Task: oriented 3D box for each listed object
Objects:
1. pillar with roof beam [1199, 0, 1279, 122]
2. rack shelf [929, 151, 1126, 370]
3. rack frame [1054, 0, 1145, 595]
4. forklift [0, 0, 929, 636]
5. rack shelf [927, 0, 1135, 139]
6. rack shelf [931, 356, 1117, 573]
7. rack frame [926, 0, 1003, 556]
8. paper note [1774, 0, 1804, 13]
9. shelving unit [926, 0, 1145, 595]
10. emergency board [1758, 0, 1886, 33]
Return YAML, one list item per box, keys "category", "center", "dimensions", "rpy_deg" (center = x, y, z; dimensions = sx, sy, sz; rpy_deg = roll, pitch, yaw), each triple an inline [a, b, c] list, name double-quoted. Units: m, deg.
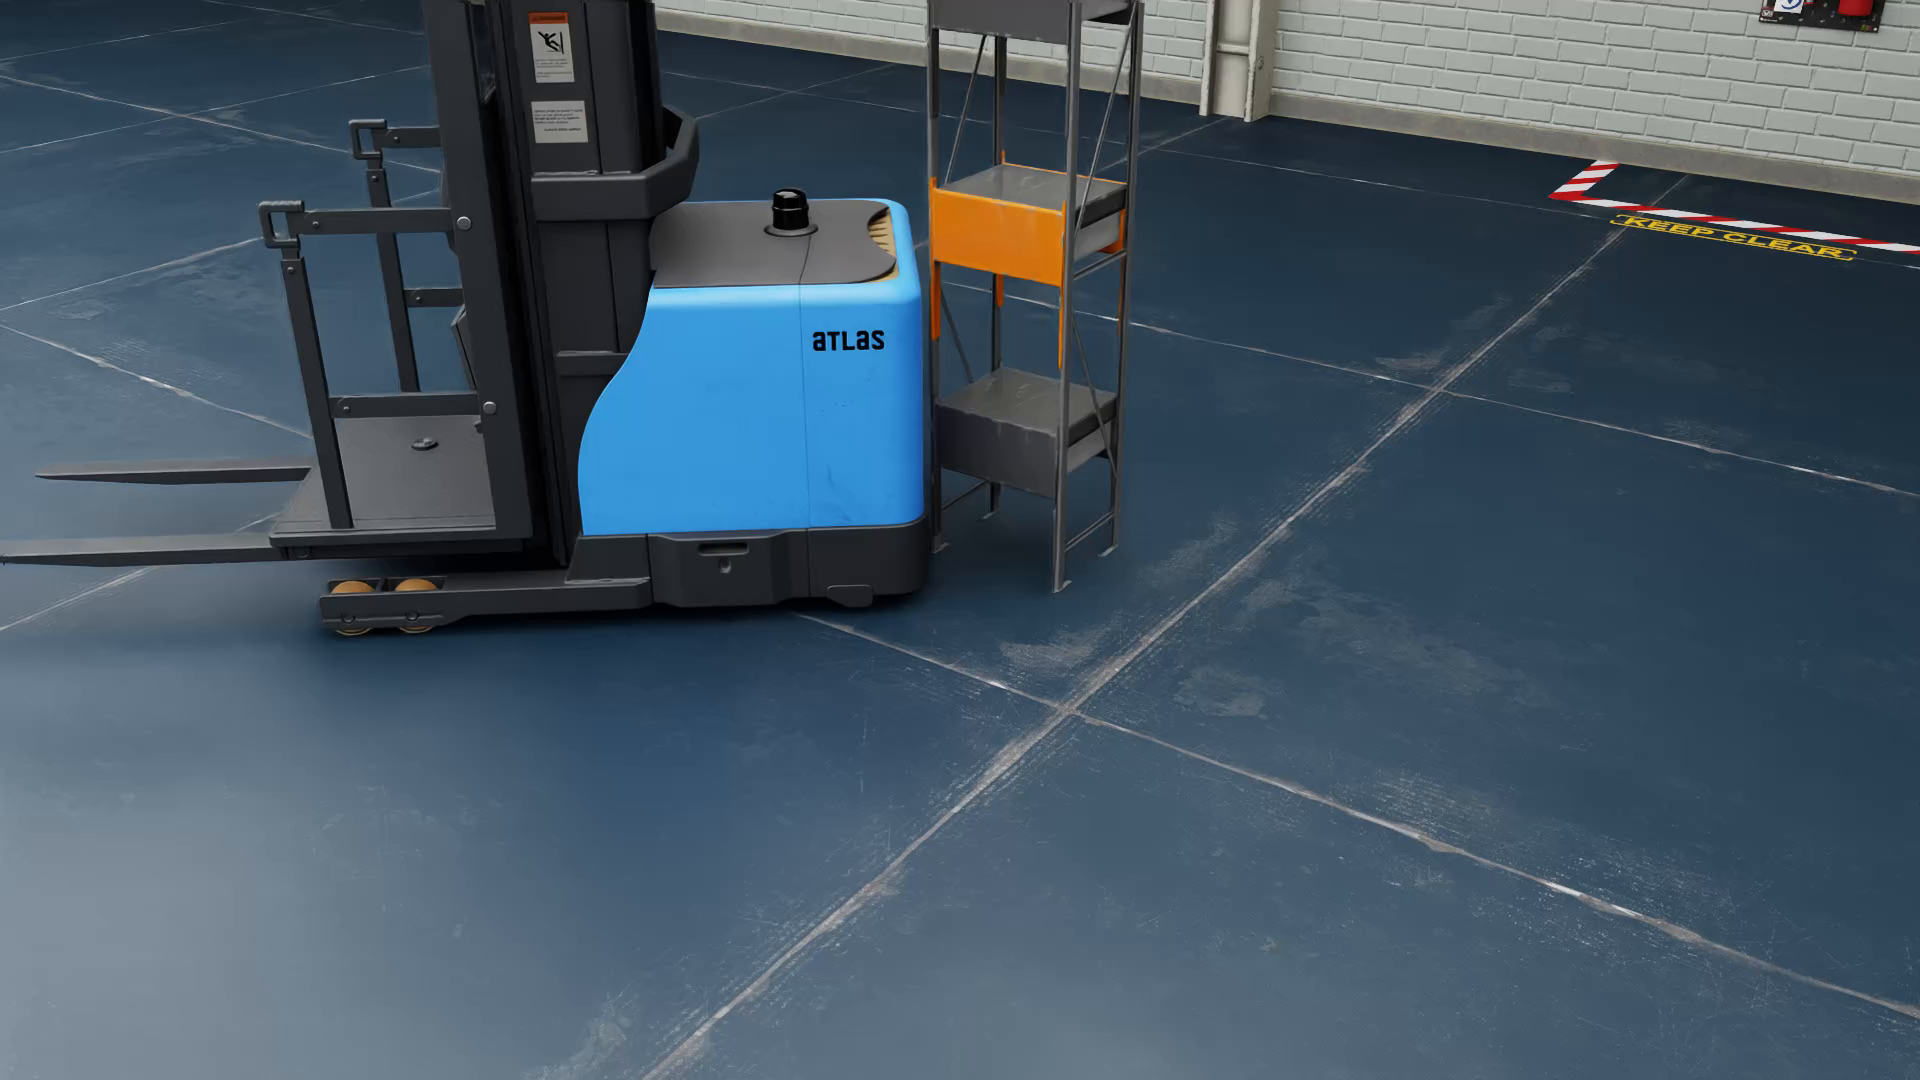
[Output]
- category: "pillar with roof beam"
  center: [-0.526, -5.366, 6.372]
  dimensions: [0.400, 9.000, 9.100]
  rpy_deg: [17, 32, 30]
- category: "rack shelf"
  center: [0.222, -0.885, 5.204]
  dimensions: [0.480, 0.518, 0.431]
  rpy_deg: [17, 32, 30]
- category: "rack frame"
  center: [0.424, -0.835, 5.076]
  dimensions: [0.015, 2.100, 0.400]
  rpy_deg: [17, 32, 30]
- category: "forklift"
  center: [-1.644, -1.258, 4.991]
  dimensions: [3.031, 2.935, 1.130]
  rpy_deg: [-2, 27, -4]
- category: "rack shelf"
  center: [0.222, -1.509, 4.886]
  dimensions: [0.480, 0.518, 0.431]
  rpy_deg: [17, 32, 30]
- category: "rack shelf"
  center: [0.222, -0.261, 5.521]
  dimensions: [0.480, 0.518, 0.431]
  rpy_deg: [17, 32, 30]
- category: "rack frame"
  center: [0.020, -0.959, 5.320]
  dimensions: [0.015, 2.100, 0.400]
  rpy_deg: [17, 32, 30]
- category: "paper note"
  center: [4.735, -3.089, 9.483]
  dimensions: [0.142, 0.148, 0.016]
  rpy_deg: [17, 32, 30]
- category: "shelving unit"
  center: [0.222, -0.897, 5.198]
  dimensions: [0.503, 2.100, 0.431]
  rpy_deg: [17, 32, 30]
- category: "emergency board"
  center: [4.842, -3.410, 9.143]
  dimensions: [0.643, 1.169, 0.194]
  rpy_deg: [17, 32, 30]
